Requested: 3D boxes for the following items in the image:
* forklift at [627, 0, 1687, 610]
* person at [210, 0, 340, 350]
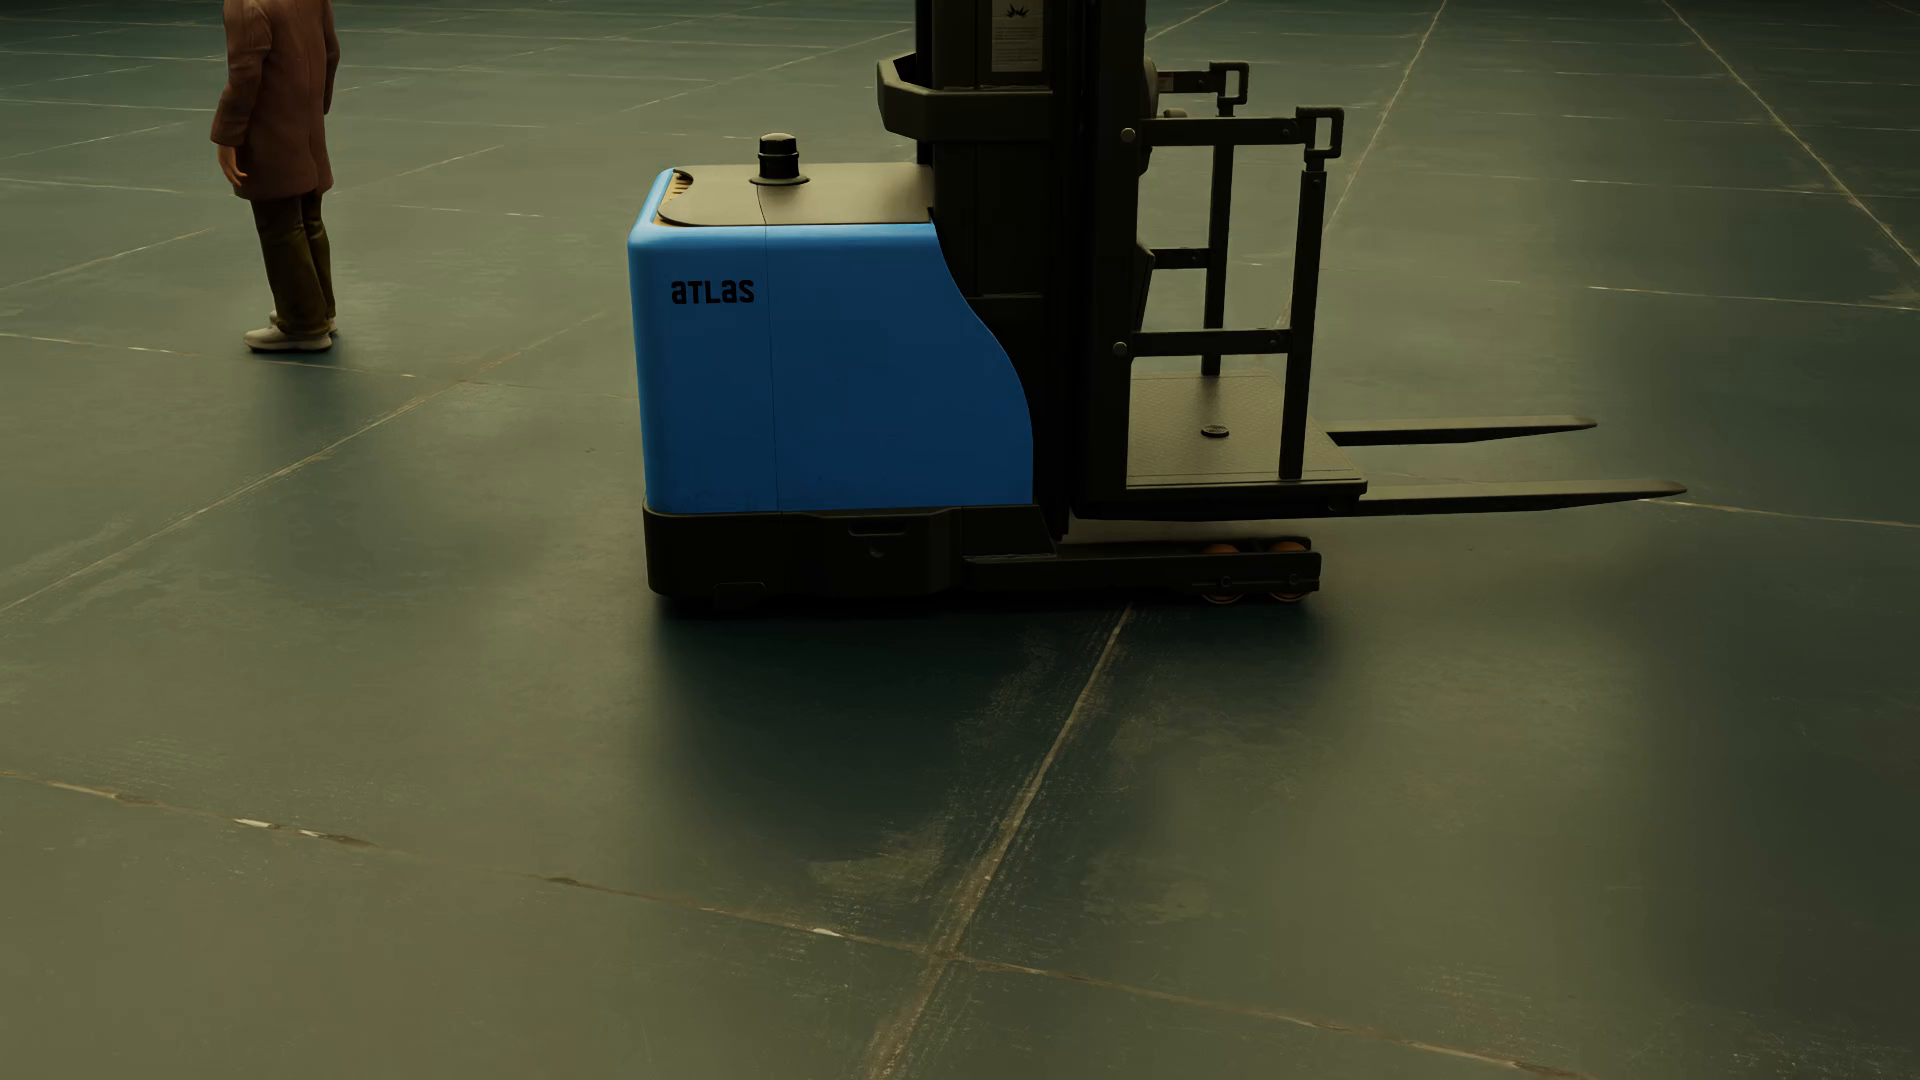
[{"bbox_3d":[0.606,-1.374,4.608,3.031,2.935,1.130,-2,23,-4],"label":"forklift"},{"bbox_3d":[-2.857,-1.652,6.774,0.581,1.776,0.694,6,23,13],"label":"person"}]
